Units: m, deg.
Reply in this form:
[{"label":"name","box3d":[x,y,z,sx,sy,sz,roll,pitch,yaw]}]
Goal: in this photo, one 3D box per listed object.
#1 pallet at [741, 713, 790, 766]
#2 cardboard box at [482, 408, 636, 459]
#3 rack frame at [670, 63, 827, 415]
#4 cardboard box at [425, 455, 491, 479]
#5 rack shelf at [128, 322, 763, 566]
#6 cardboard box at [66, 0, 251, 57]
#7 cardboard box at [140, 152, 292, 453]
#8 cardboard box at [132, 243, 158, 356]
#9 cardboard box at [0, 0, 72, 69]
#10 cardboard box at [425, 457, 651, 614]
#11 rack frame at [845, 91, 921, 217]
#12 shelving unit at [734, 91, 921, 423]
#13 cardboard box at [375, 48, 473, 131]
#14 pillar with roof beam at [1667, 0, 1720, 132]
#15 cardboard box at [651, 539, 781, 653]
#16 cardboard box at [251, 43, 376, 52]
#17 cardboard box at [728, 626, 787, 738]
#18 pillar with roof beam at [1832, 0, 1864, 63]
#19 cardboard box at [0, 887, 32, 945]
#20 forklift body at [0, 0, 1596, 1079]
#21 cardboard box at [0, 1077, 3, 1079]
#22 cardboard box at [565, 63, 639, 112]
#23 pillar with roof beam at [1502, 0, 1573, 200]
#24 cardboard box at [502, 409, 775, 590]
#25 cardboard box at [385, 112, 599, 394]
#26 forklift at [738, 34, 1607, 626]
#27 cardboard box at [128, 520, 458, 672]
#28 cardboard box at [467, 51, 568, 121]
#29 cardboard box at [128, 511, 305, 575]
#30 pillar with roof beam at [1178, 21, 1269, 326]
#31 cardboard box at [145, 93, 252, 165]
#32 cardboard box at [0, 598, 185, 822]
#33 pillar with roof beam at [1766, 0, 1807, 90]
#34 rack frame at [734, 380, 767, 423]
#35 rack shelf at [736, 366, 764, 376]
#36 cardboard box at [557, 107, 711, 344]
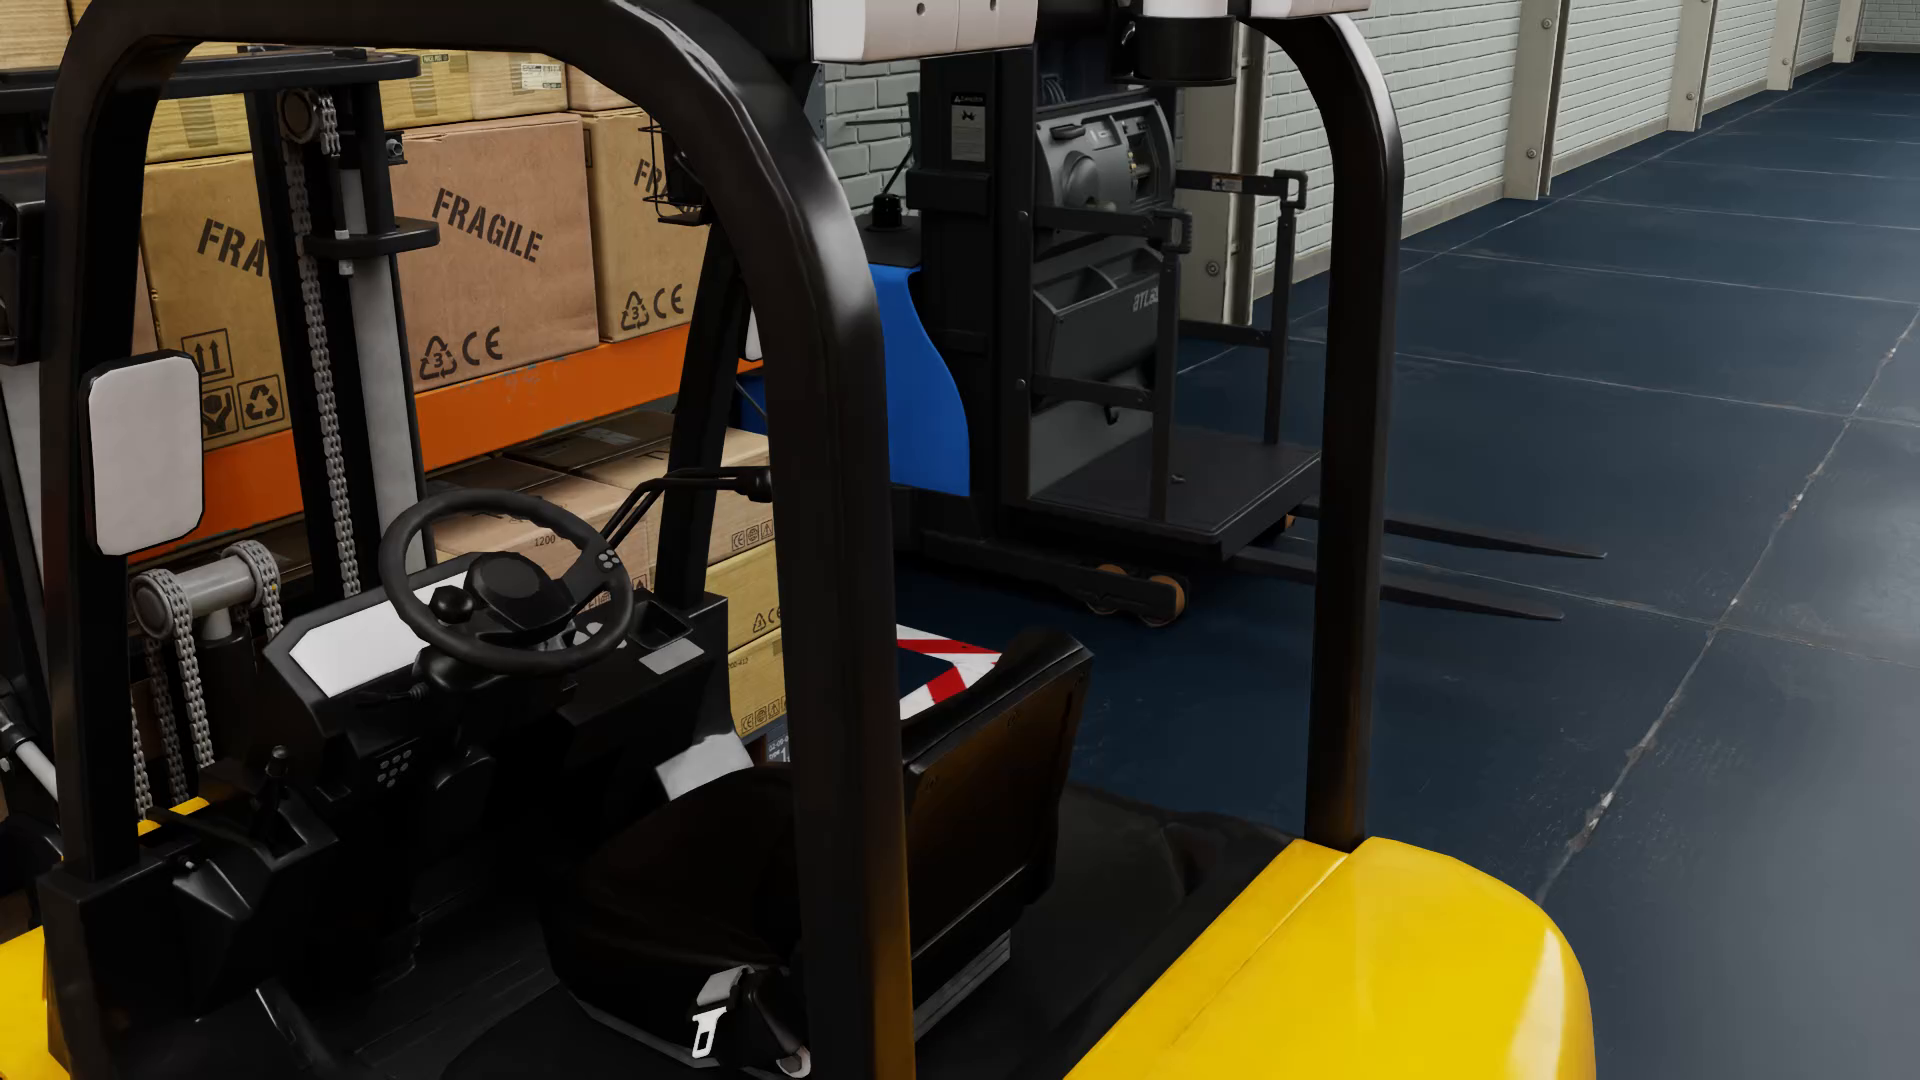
[{"label":"pallet","box3d":[-1.176,0.602,4.332,1.003,0.211,1.213,13,24,32]},{"label":"cardboard box","box3d":[-1.207,-0.208,4.421,0.500,0.250,0.500,13,24,31]},{"label":"rack frame","box3d":[-0.781,-0.933,4.464,1.000,3.000,0.127,13,24,32]},{"label":"cardboard box","box3d":[-1.485,-0.064,4.032,0.500,0.250,0.500,13,24,32]},{"label":"rack shelf","box3d":[-1.905,-0.022,3.037,1.077,0.370,4.000,13,24,32]},{"label":"cardboard box","box3d":[-1.442,-0.894,2.850,0.380,0.149,0.250,14,24,33]},{"label":"cardboard box","box3d":[-1.427,-0.493,3.131,0.500,0.500,0.500,13,24,31]},{"label":"cardboard box","box3d":[-1.701,-0.347,2.735,0.500,0.500,0.500,13,24,32]},{"label":"cardboard box","box3d":[-1.665,-0.838,2.700,0.380,0.149,0.250,14,24,33]},{"label":"cardboard box","box3d":[-1.064,0.031,3.773,0.500,0.250,0.500,14,24,33]},{"label":"rack frame","box3d":[-0.320,-1.055,6.842,0.500,1.500,0.032,3,20,25]},{"label":"shelving unit","box3d":[-0.532,-0.892,6.400,0.587,1.500,1.083,3,20,25]},{"label":"cardboard box","box3d":[-1.208,-0.919,3.348,0.380,0.149,0.250,13,24,31]},{"label":"pillar with roof beam","box3d":[11.762,-8.048,15.050,9.100,9.000,0.400,13,24,32]},{"label":"cardboard box","box3d":[-0.796,0.126,4.239,0.500,0.250,0.500,13,24,31]},{"label":"cardboard box","box3d":[-1.301,-0.969,3.054,0.380,0.149,0.250,14,24,33]},{"label":"cardboard box","box3d":[-0.783,0.356,4.337,0.500,0.250,0.500,13,24,32]},{"label":"pillar with roof beam","box3d":[18.507,-11.491,24.358,9.100,9.000,0.400,13,24,32]},{"label":"cardboard box","box3d":[-1.644,0.563,3.058,0.500,0.250,0.500,13,24,32]},{"label":"forklift body","box3d":[-0.338,0.365,2.178,2.313,2.155,1.214,13,24,32]},{"label":"cardboard box","box3d":[-1.935,0.934,2.774,0.500,0.250,0.500,14,24,33]},{"label":"cardboard box","box3d":[-0.863,-1.051,3.703,0.380,0.149,0.250,14,24,33]},{"label":"pillar with roof beam","box3d":[8.389,-6.326,10.396,9.100,9.000,0.400,13,24,32]},{"label":"cardboard box","box3d":[-0.781,-0.116,4.173,0.500,0.250,0.500,14,25,34]},{"label":"cardboard box","box3d":[-1.139,-0.640,3.528,0.500,0.500,0.500,14,25,33]},{"label":"forklift","box3d":[0.680,-1.300,5.553,3.031,2.935,1.130,12,23,29]},{"label":"cardboard box","box3d":[-1.339,0.178,3.377,0.500,0.250,0.500,14,24,32]},{"label":"cardboard box","box3d":[-1.059,-0.988,3.534,0.380,0.149,0.250,14,24,33]},{"label":"cardboard box","box3d":[-1.775,0.077,3.649,0.500,0.250,0.500,13,24,31]},{"label":"pillar with roof beam","box3d":[5.016,-4.605,5.742,9.100,9.000,0.400,13,24,32]},{"label":"cardboard box","box3d":[-1.445,-0.757,2.909,0.380,0.149,0.250,13,24,32]},{"label":"cardboard box","box3d":[-1.630,0.322,2.988,0.500,0.250,0.500,13,24,31]},{"label":"pillar with roof beam","box3d":[15.135,-9.769,19.704,9.100,9.000,0.400,13,24,32]},{"label":"rack frame","box3d":[-0.738,-0.735,5.972,0.500,1.500,0.032,3,20,25]},{"label":"rack shelf","box3d":[-0.512,-0.725,6.462,0.538,0.185,1.000,3,20,25]},{"label":"cardboard box","box3d":[-0.840,-0.787,3.926,0.500,0.500,0.500,13,24,31]}]
